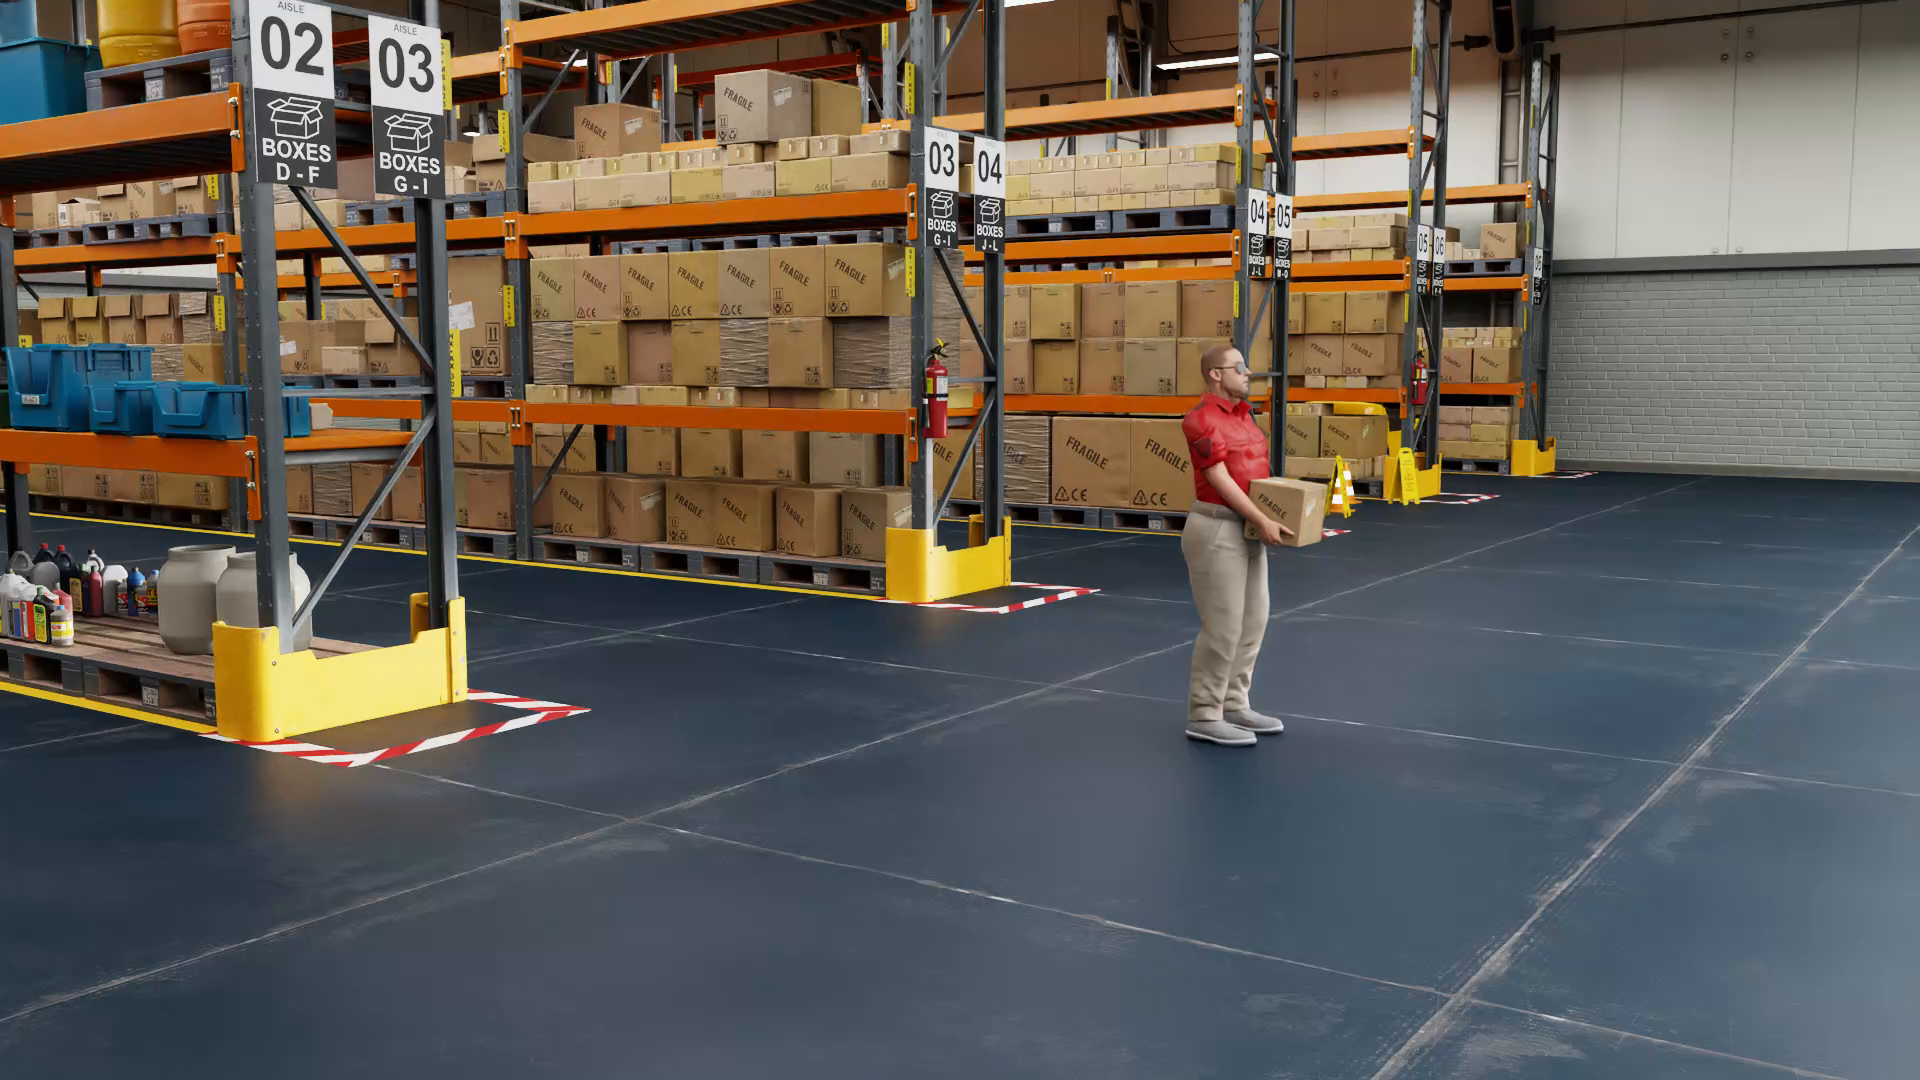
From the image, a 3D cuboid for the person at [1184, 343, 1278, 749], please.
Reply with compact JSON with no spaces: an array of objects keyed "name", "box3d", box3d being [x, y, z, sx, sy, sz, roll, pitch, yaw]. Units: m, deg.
[{"name":"person","box3d":[1.202,0.004,7.300,0.391,1.727,0.606,4,7,30]}]
